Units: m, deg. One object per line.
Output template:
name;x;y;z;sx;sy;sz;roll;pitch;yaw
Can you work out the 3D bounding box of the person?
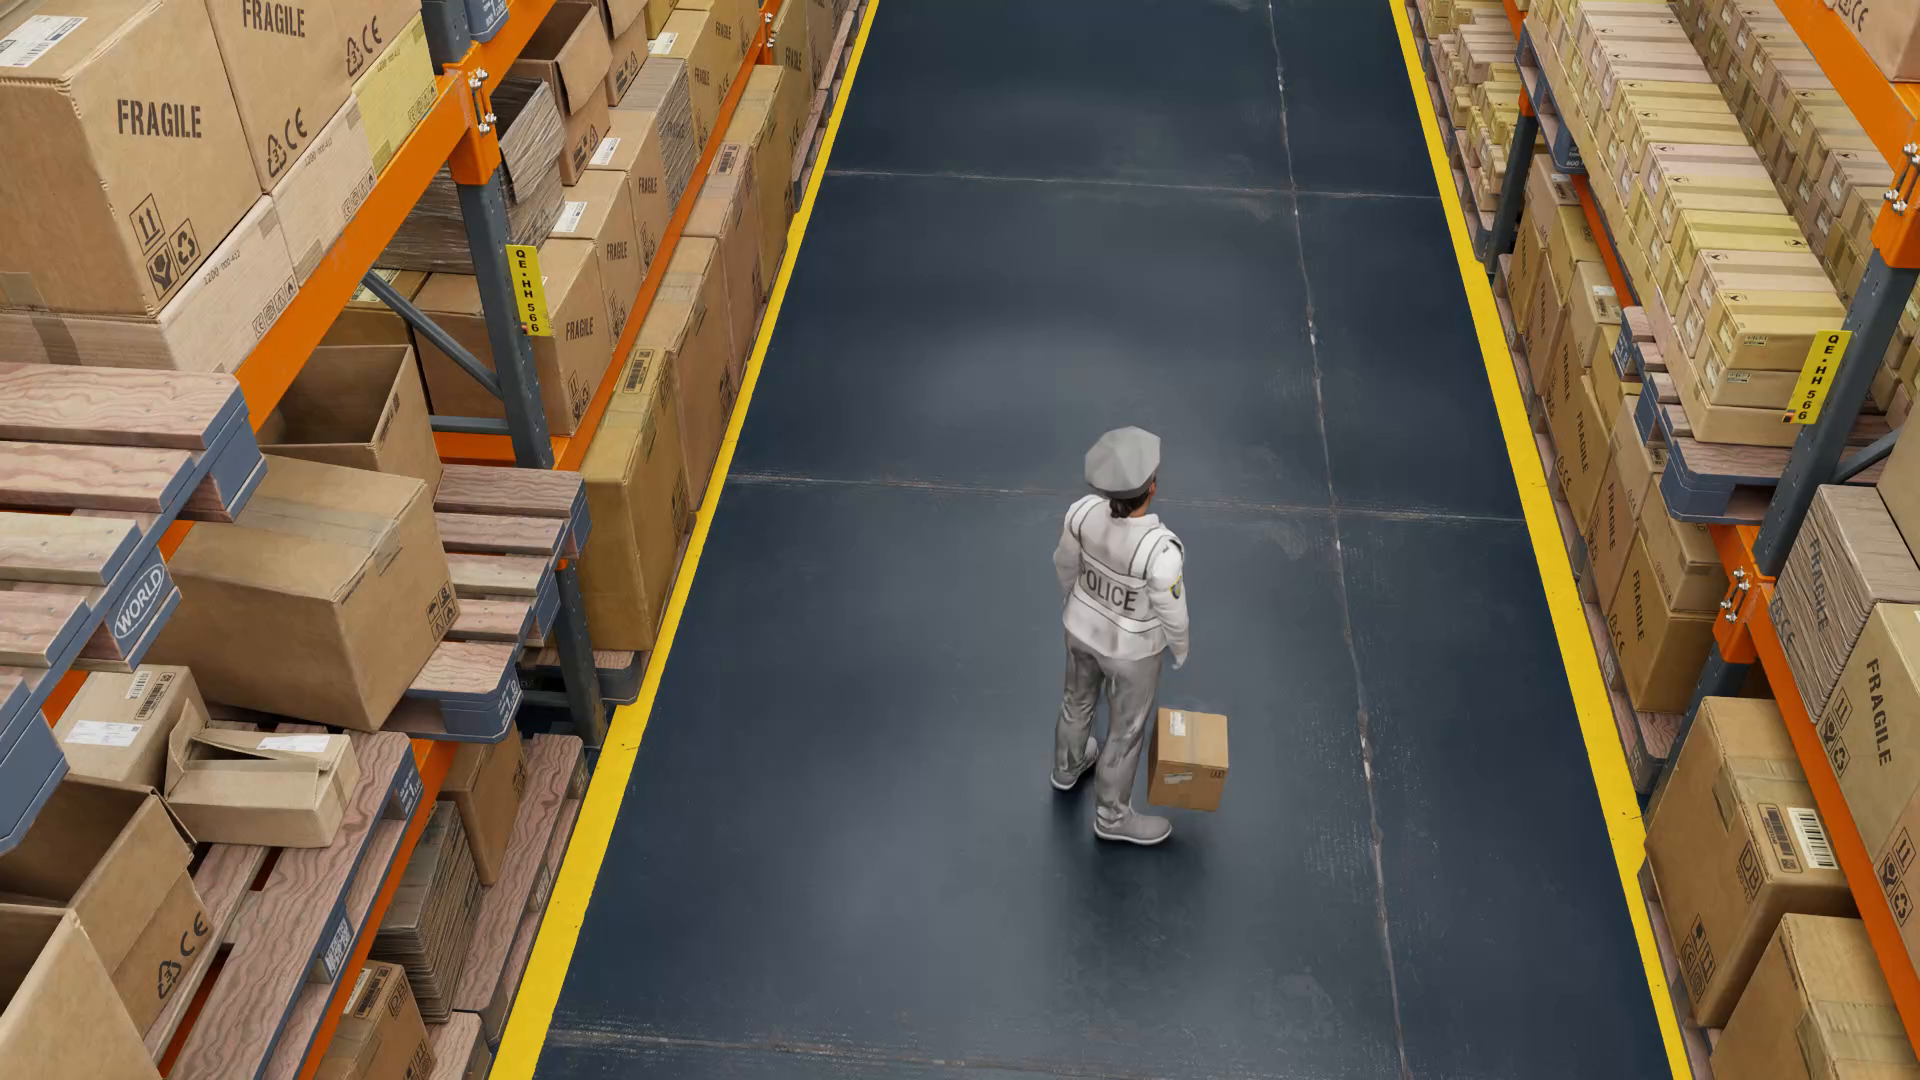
person;0.547;0.329;5.716;0.583;1.690;0.355;32;50;32
